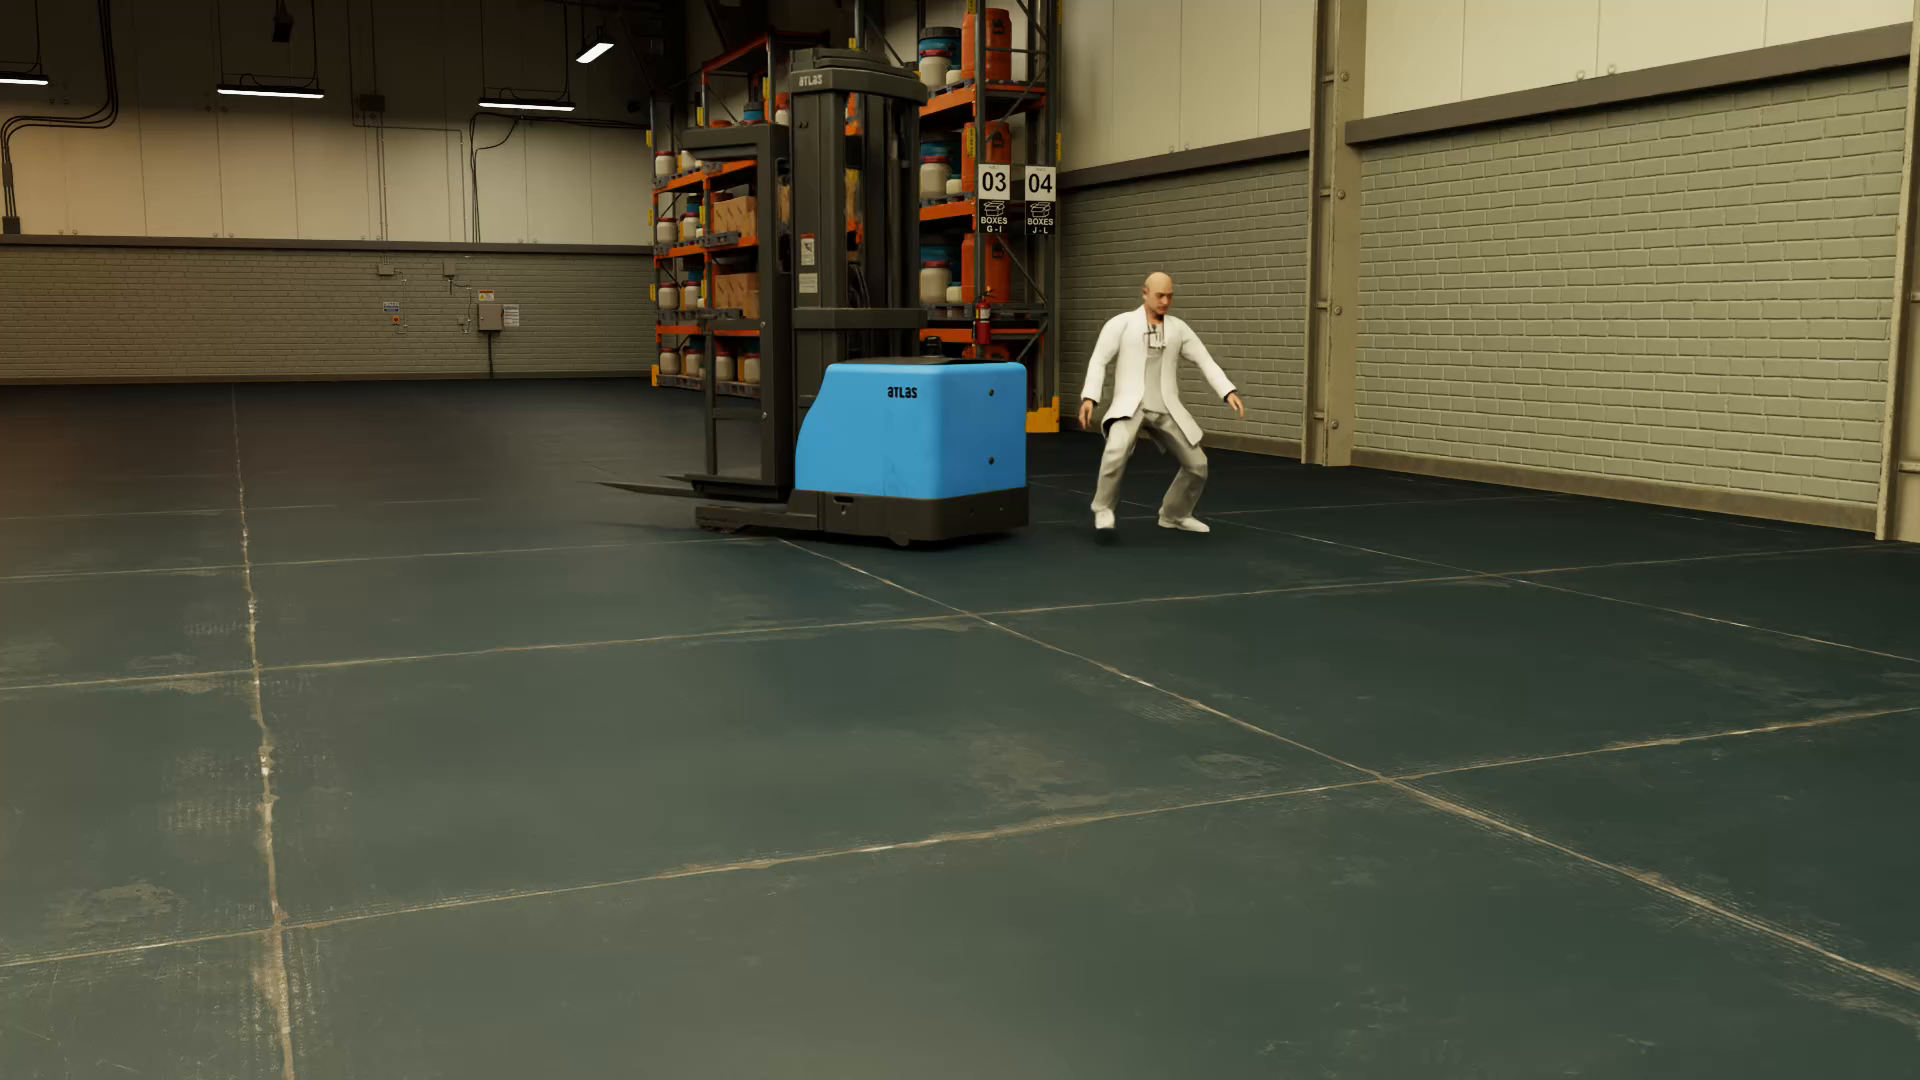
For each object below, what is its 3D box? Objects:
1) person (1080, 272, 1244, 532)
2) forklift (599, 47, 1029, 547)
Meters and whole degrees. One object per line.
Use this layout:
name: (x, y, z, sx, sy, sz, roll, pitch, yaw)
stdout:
person: (1.213, -0.831, 10.333, 1.003, 1.645, 0.714, -1, 8, -11)
forklift: (-1.065, -1.542, 10.636, 3.031, 2.935, 1.130, 5, 9, 36)
